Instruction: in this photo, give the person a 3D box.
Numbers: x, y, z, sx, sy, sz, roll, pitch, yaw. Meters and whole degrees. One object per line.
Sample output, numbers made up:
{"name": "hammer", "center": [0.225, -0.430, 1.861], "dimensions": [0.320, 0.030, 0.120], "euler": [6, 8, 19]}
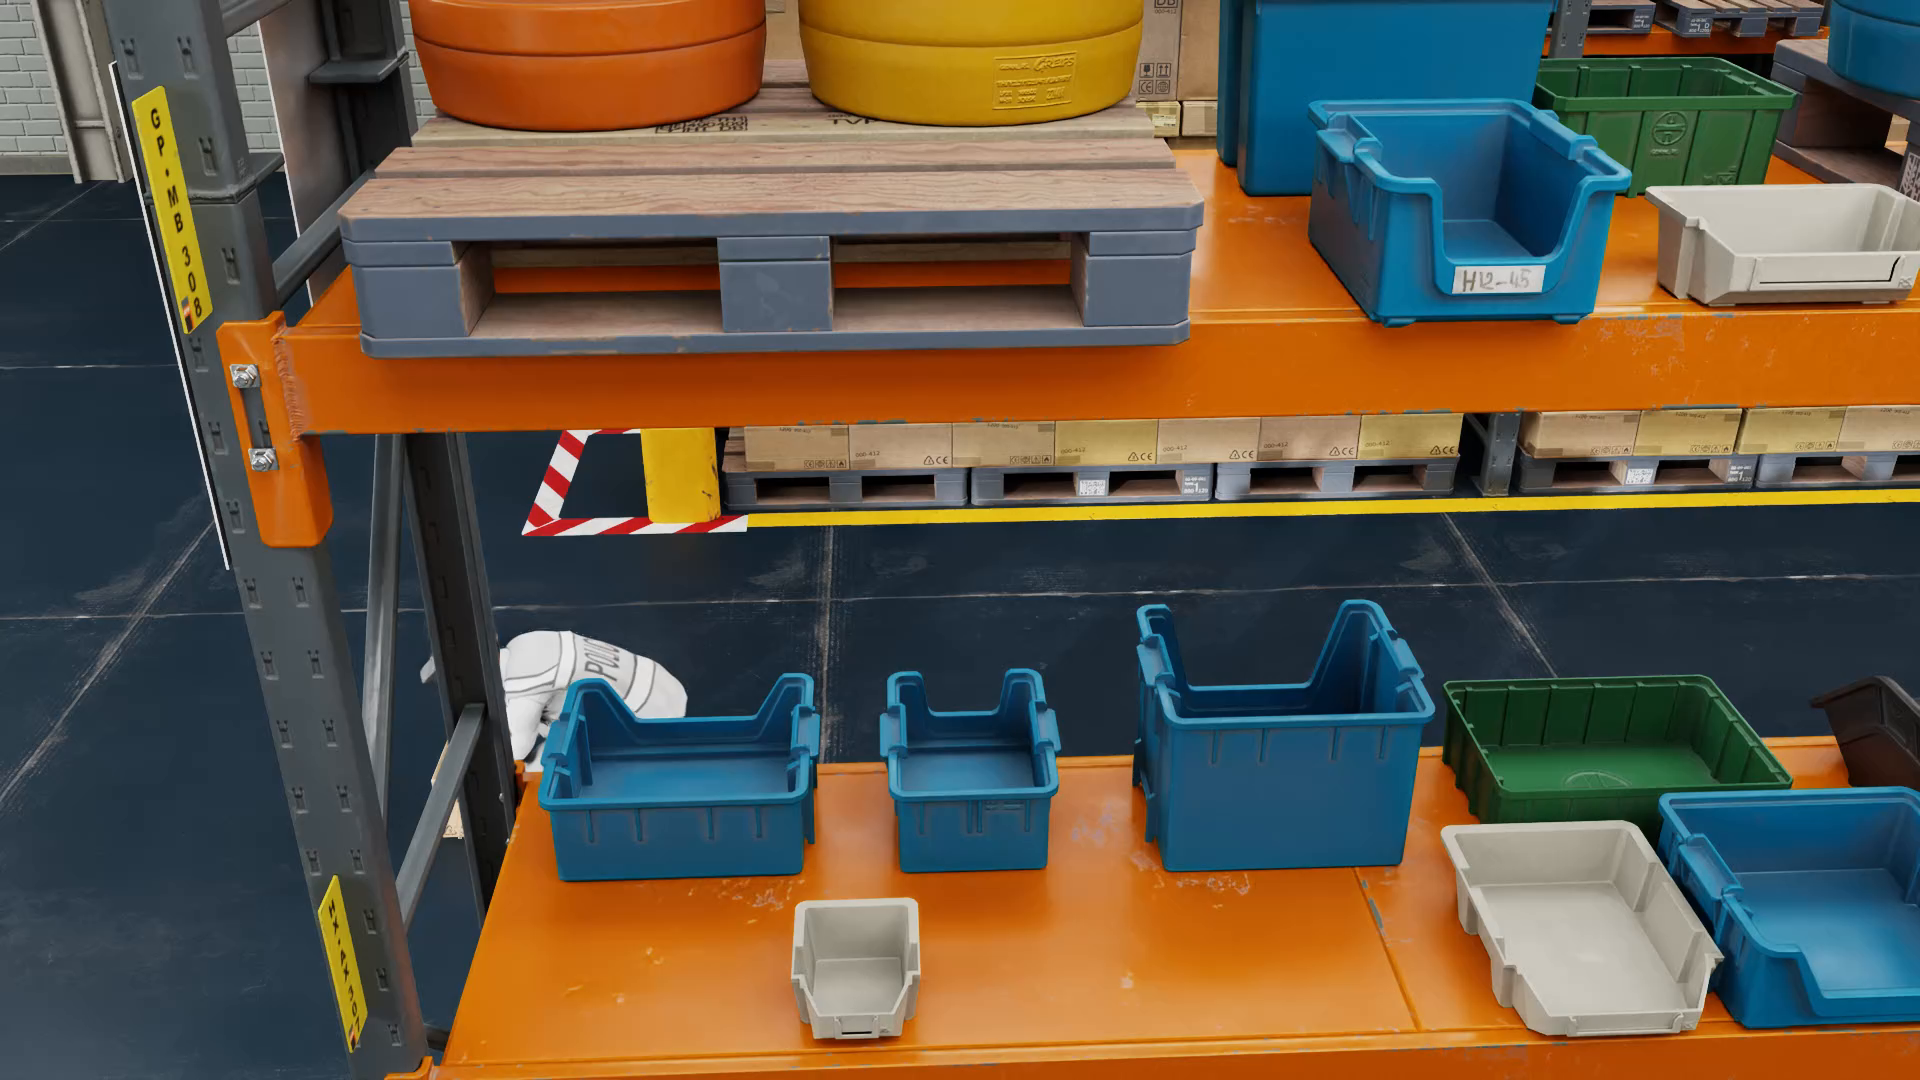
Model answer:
{"name": "person", "center": [-1.398, 0.641, 5.832], "dimensions": [0.871, 0.850, 0.470], "euler": [-1, 28, -3]}
